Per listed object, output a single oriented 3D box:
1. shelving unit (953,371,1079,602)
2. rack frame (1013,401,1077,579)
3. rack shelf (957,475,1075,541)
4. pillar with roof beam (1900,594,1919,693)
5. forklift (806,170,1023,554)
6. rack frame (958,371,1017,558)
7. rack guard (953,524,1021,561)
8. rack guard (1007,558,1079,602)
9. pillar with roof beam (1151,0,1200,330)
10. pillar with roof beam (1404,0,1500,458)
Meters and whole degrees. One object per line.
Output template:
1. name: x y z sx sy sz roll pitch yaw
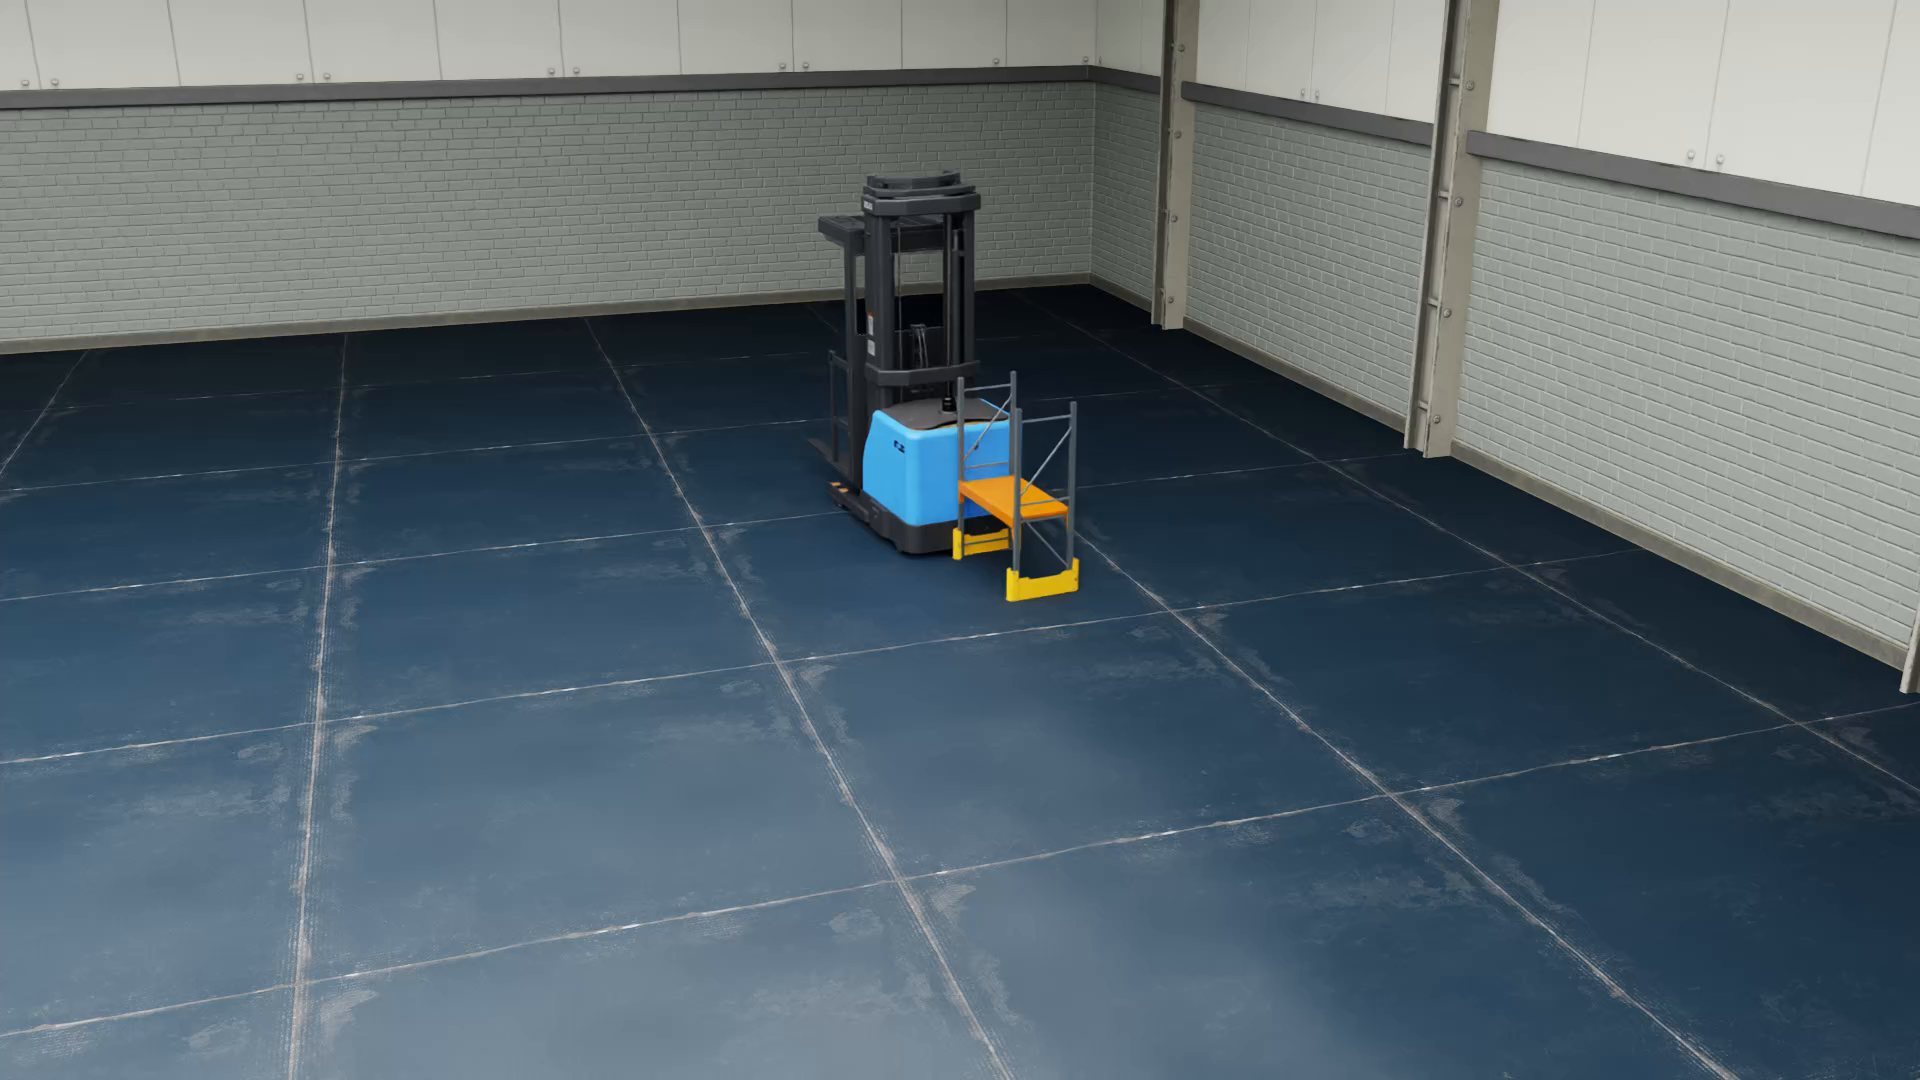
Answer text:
1. shelving unit: 0.428 -0.437 12.916 0.587 1.500 1.083 -9 22 -23
2. rack frame: 0.634 -0.284 12.488 0.500 1.500 0.032 -9 22 -23
3. rack shelf: 0.424 -0.271 12.984 0.538 0.185 1.000 -9 22 -23
4. pillar with roof beam: 2.400 -2.727 8.196 9.100 9.000 0.400 -6 21 -17
5. forklift: -0.548 -1.727 14.389 1.130 2.935 3.031 -9 22 -23
6. rack frame: 0.215 -0.597 13.359 0.500 1.500 0.032 -9 22 -23
7. rack guard: 0.223 -0.003 13.554 0.587 0.250 0.087 -9 22 -23
8. rack guard: 0.633 0.304 12.700 0.587 0.250 0.087 -9 22 -23
9. pillar with roof beam: -1.372 -6.578 18.917 9.100 9.000 0.400 -6 21 -17
10. pillar with roof beam: 0.514 -4.652 13.557 9.100 9.000 0.400 -6 21 -17
